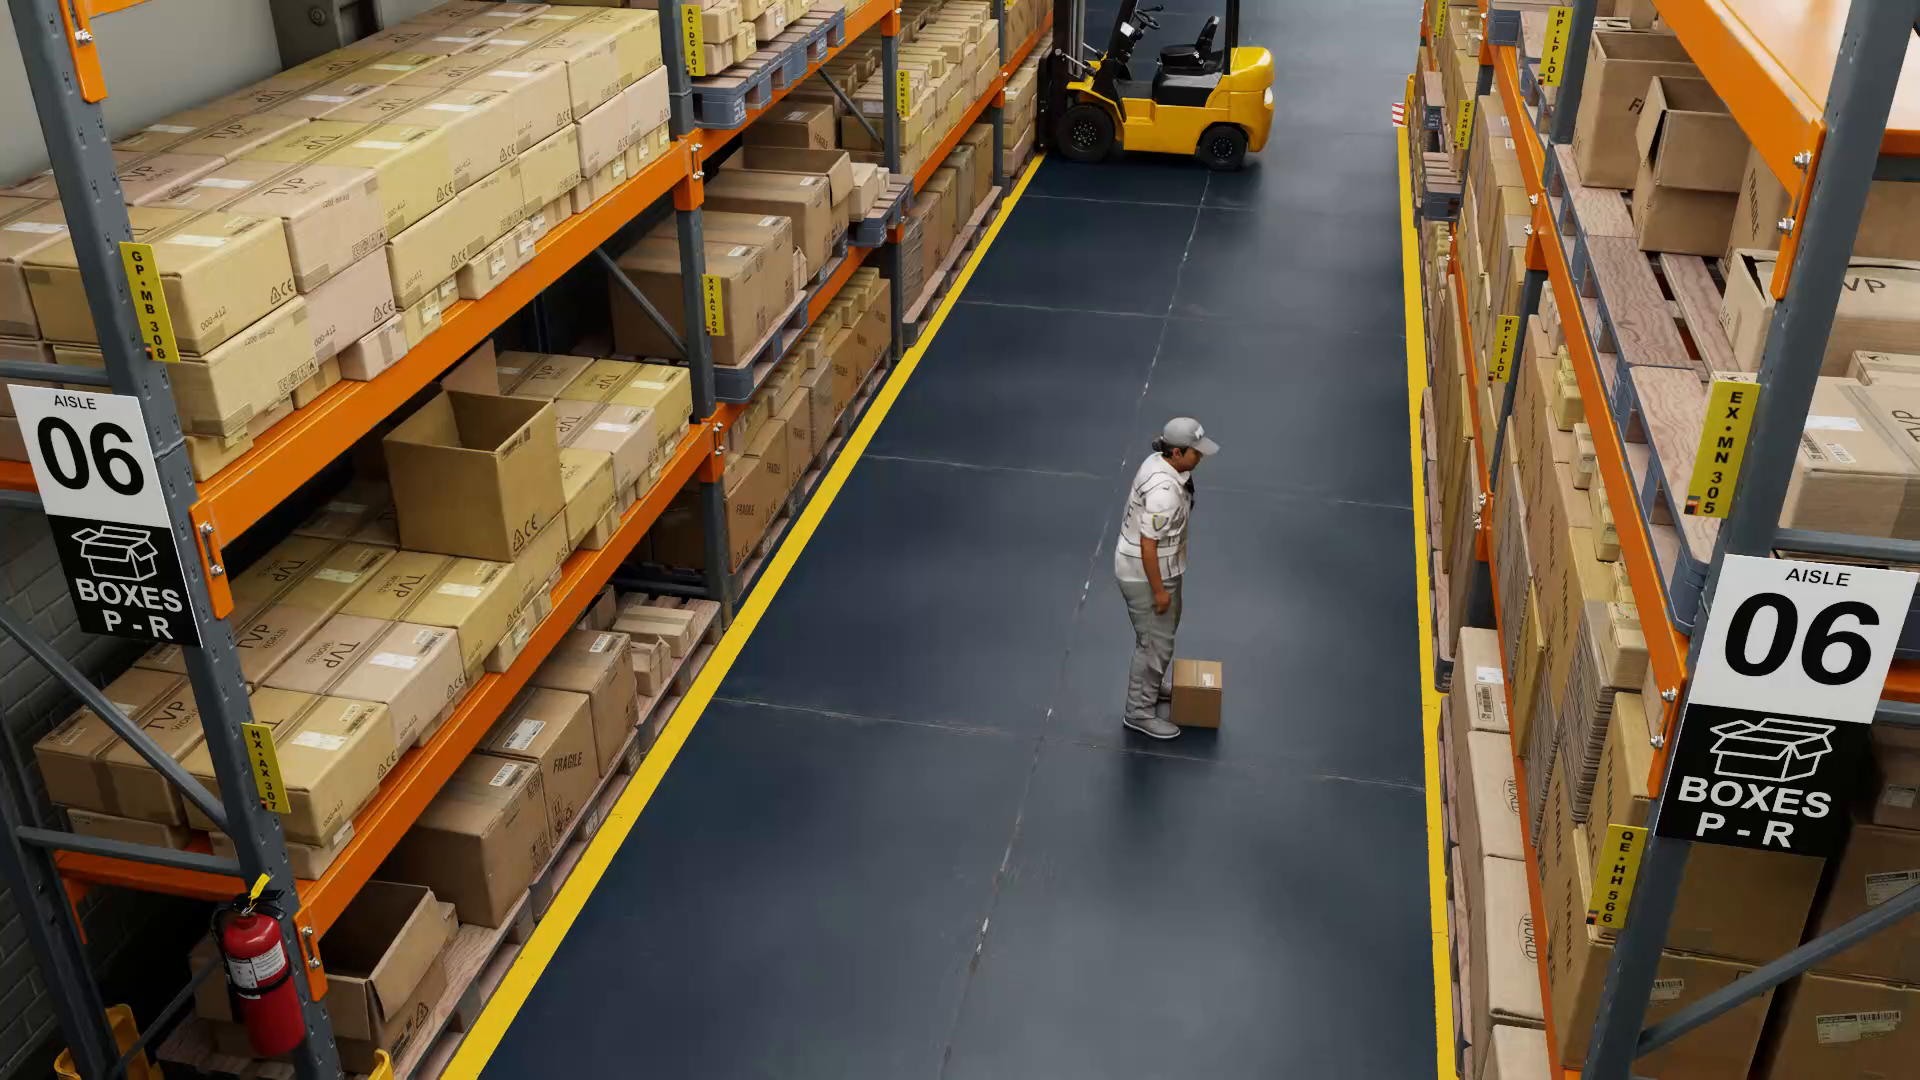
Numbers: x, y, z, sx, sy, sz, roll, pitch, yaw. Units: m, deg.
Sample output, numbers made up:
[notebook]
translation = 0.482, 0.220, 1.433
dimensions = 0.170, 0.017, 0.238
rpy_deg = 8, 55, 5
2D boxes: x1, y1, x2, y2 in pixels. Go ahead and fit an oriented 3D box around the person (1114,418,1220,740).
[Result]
[person]
translation = 1.016, 0.159, 8.317
dimensions = 0.454, 1.666, 0.541
rpy_deg = 6, 30, 11
